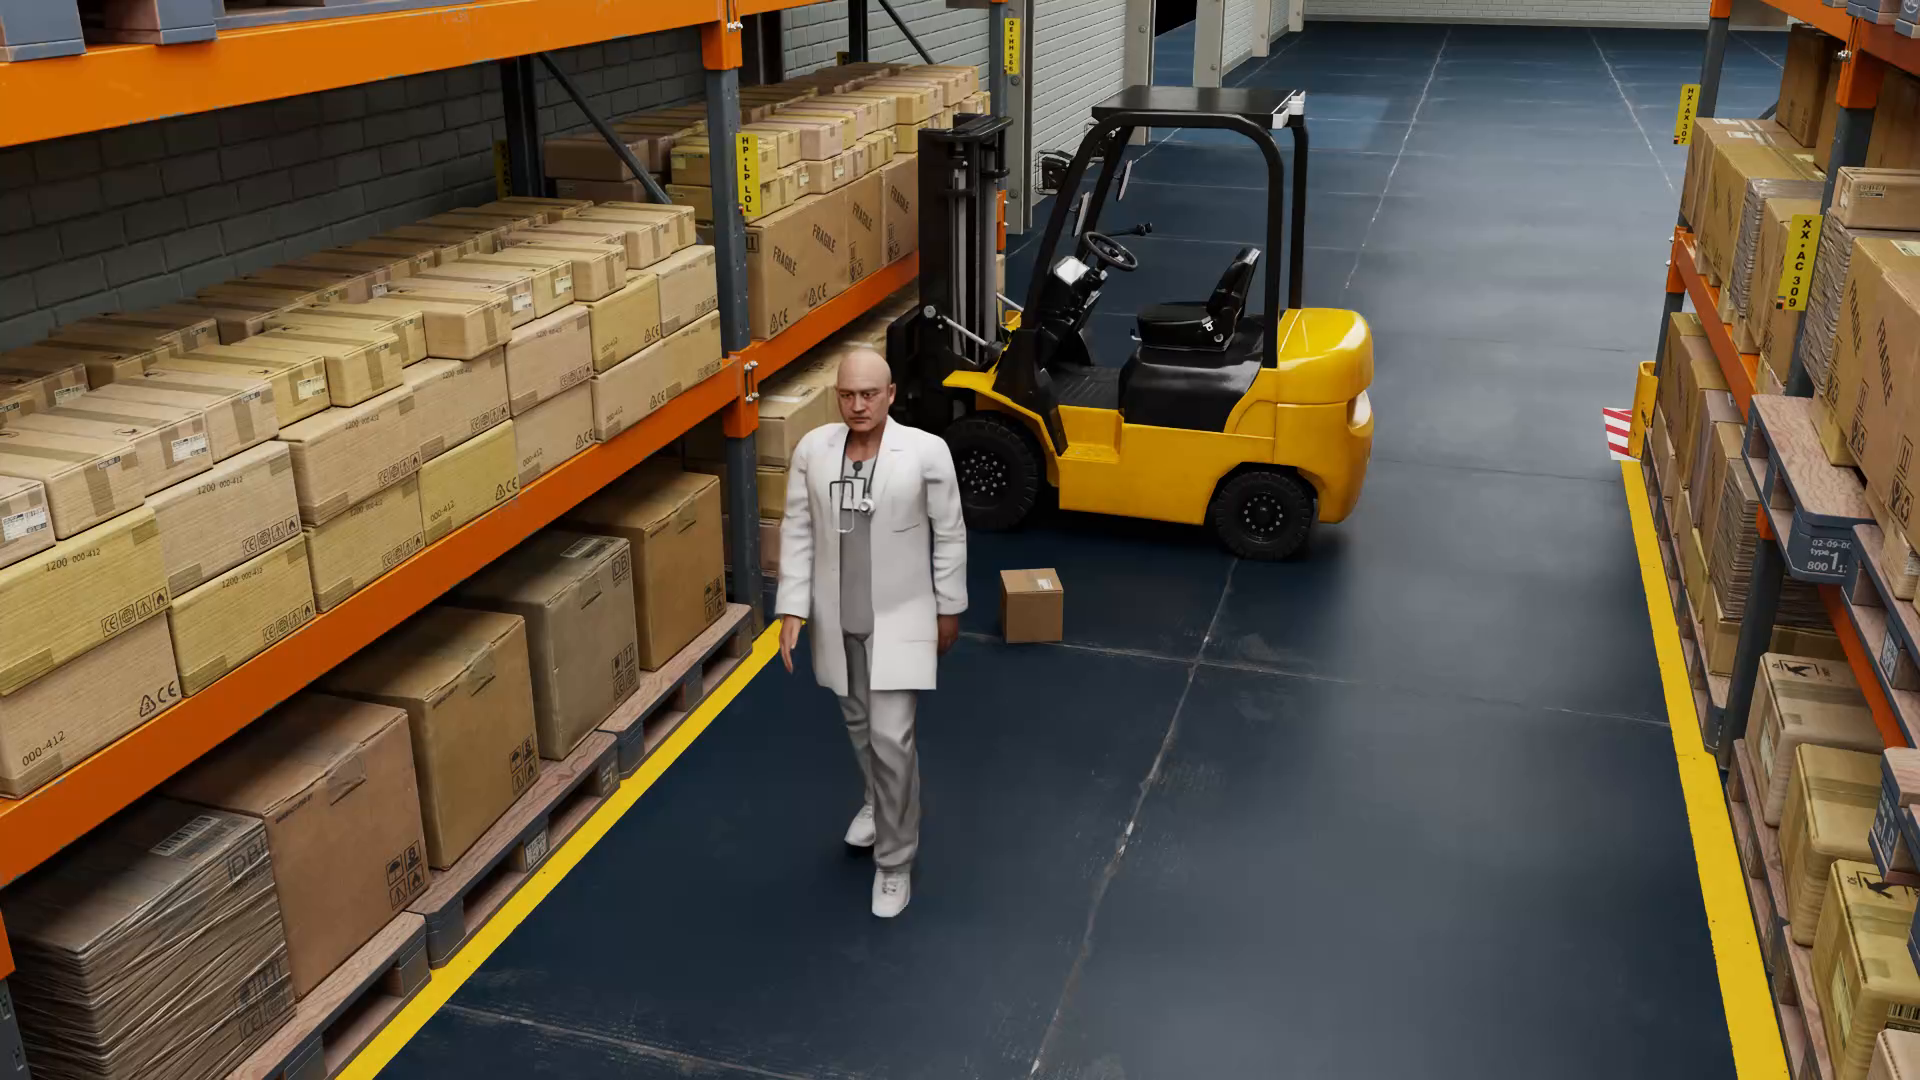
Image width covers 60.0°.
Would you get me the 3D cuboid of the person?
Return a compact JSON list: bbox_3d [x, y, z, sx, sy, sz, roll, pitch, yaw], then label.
[{"bbox_3d":[-0.295,0.288,5.416,0.590,1.846,0.660,7,23,17],"label":"person"}]
